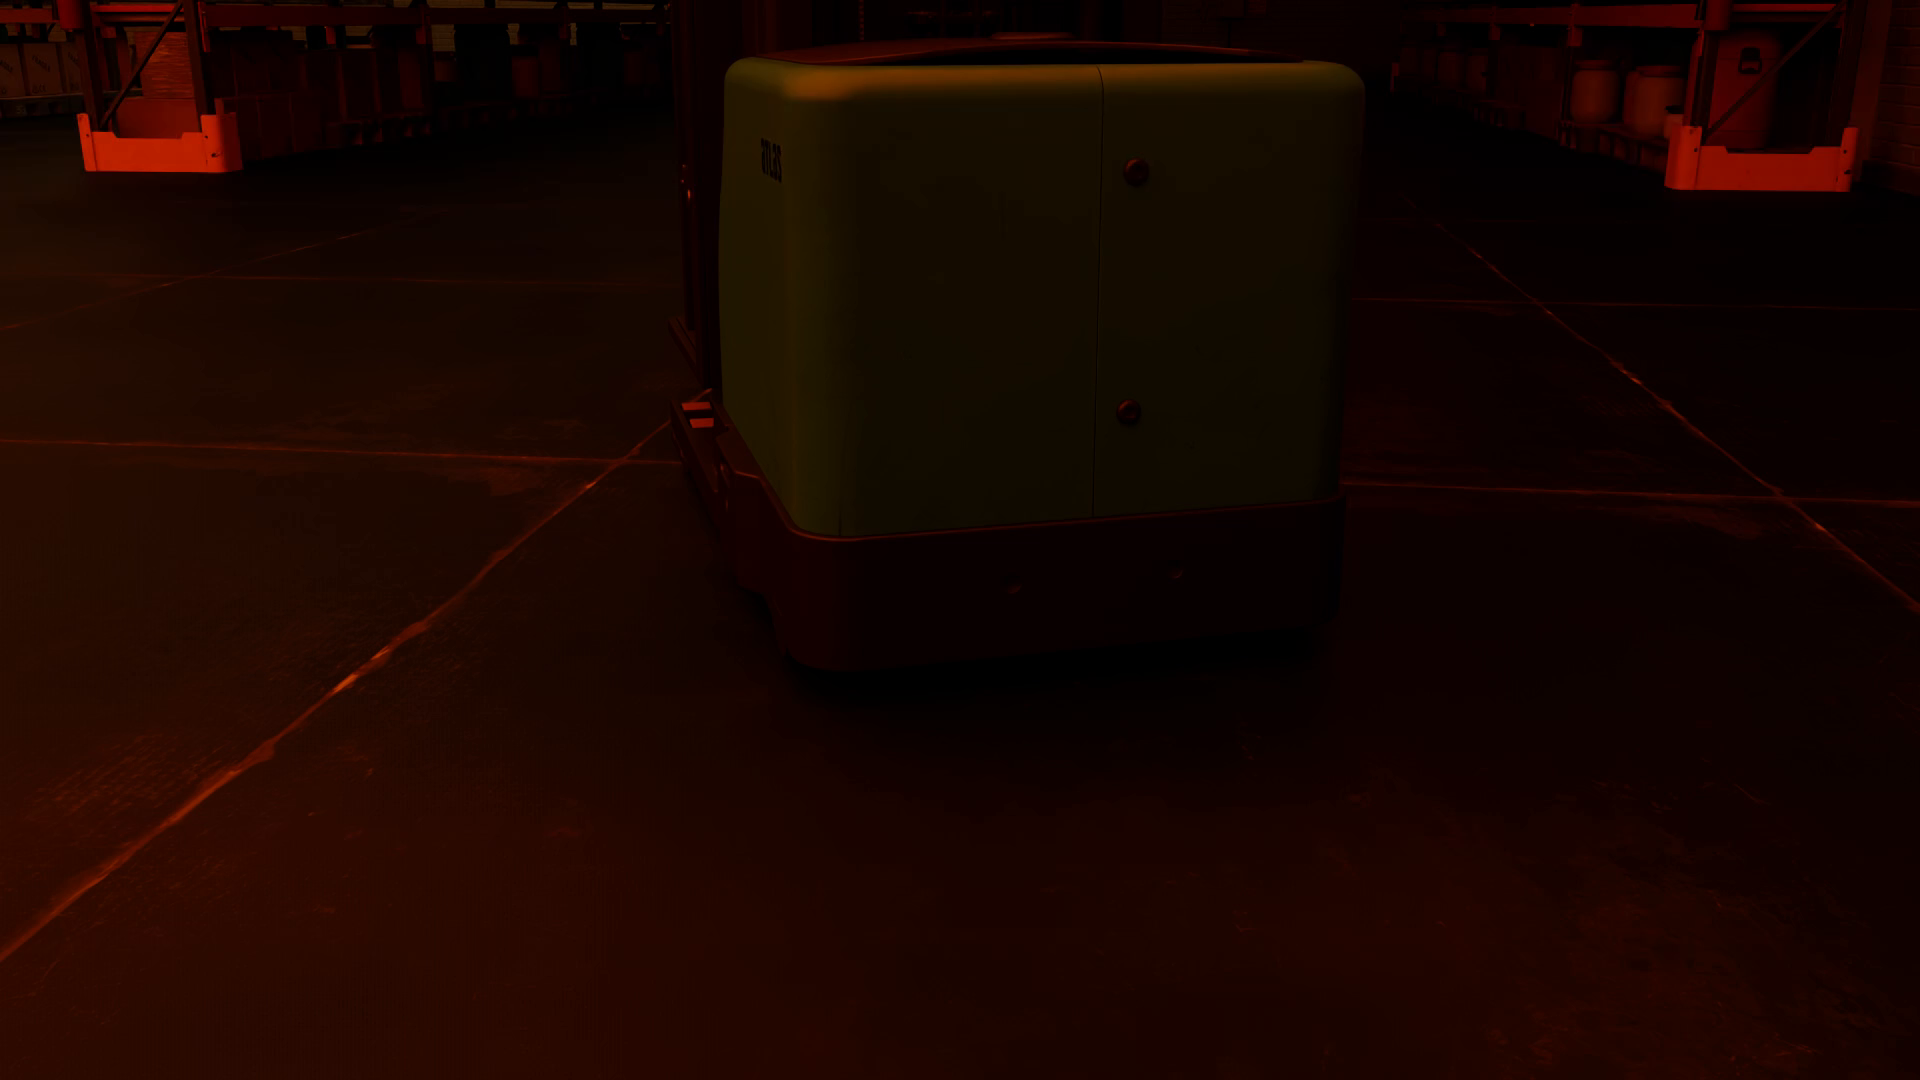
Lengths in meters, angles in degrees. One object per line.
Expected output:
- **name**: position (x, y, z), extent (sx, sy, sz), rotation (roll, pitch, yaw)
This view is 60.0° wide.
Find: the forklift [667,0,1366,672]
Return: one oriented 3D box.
- **forklift**: position (-0.159, -1.575, 3.946), extent (1.130, 2.935, 3.031), rotation (-5, 18, -14)
